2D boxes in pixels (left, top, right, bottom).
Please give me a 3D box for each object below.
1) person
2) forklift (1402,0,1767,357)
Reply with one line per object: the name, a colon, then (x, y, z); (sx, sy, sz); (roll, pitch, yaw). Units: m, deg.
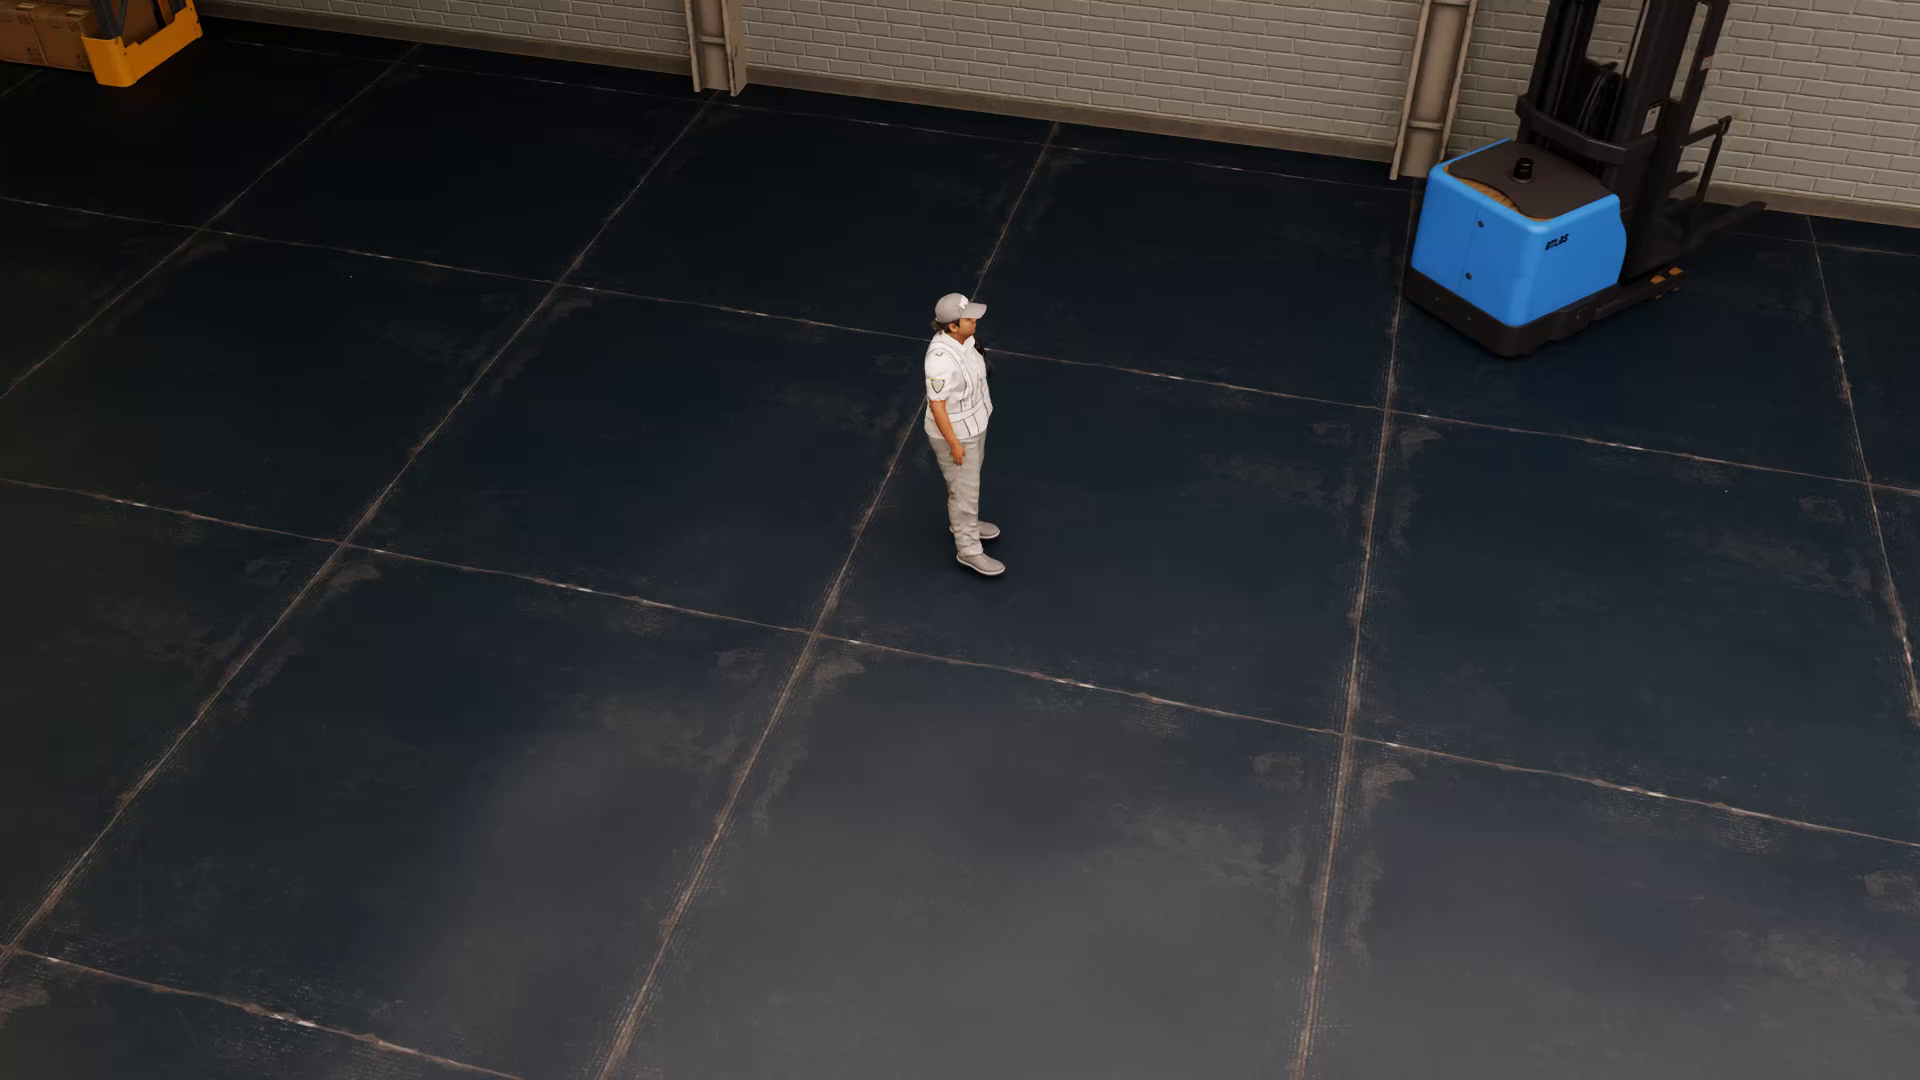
person: (0.068, -0.636, 9.473); (0.528, 1.669, 0.599); (10, 42, 11)
forklift: (4.705, -3.120, 11.421); (3.031, 2.935, 1.130); (-24, 47, -25)
